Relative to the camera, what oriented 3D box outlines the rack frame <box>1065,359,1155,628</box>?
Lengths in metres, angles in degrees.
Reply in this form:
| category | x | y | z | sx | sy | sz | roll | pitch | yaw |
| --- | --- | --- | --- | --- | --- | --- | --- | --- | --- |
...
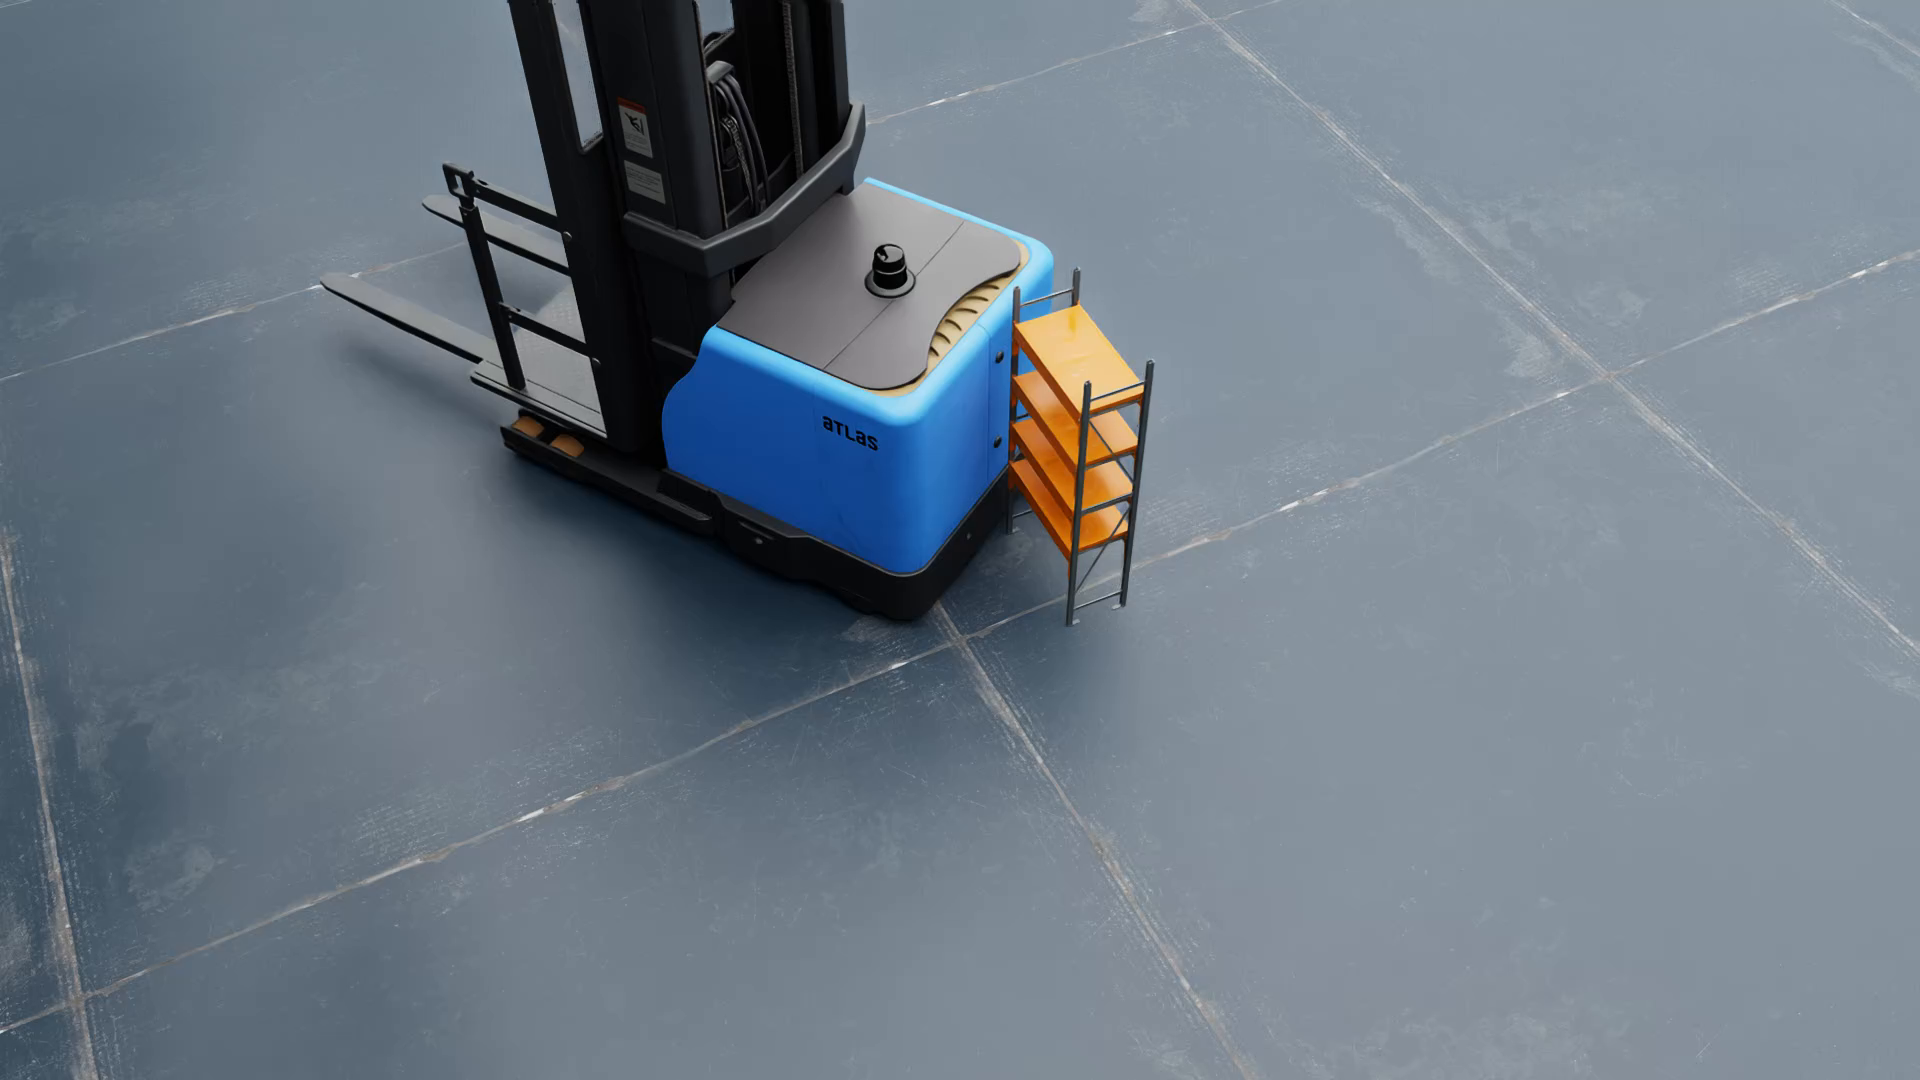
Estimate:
| category | x | y | z | sx | sy | sz | roll | pitch | yaw |
| --- | --- | --- | --- | --- | --- | --- | --- | --- | --- |
| rack frame | 0.491 | -0.123 | 5.560 | 0.240 | 1.200 | 0.015 | -19 | 52 | -16 |

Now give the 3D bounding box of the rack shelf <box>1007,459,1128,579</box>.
| category | x | y | z | sx | sy | sz | roll | pitch | yaw |
| --- | --- | --- | --- | --- | --- | --- | --- | --- | --- |
| rack shelf | 0.387 | -0.114 | 5.906 | 0.258 | 0.148 | 0.480 | -19 | 52 | -16 |

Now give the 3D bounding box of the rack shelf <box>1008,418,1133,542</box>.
| category | x | y | z | sx | sy | sz | roll | pitch | yaw |
| --- | --- | --- | --- | --- | --- | --- | --- | --- | --- |
| rack shelf | 0.387 | -0.245 | 5.756 | 0.258 | 0.148 | 0.480 | -19 | 52 | -16 |

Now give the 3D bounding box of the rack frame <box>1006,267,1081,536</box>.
| category | x | y | z | sx | sy | sz | roll | pitch | yaw |
| --- | --- | --- | --- | --- | --- | --- | --- | --- | --- |
| rack frame | 0.284 | -0.455 | 5.851 | 0.240 | 1.200 | 0.015 | -19 | 52 | -16 |

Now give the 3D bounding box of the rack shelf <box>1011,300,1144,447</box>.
| category | x | y | z | sx | sy | sz | roll | pitch | yaw |
| --- | --- | --- | --- | --- | --- | --- | --- | --- | --- |
| rack shelf | 0.387 | -0.548 | 5.410 | 0.258 | 0.148 | 0.480 | -19 | 52 | -16 |

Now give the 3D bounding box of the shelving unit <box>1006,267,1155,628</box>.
| category | x | y | z | sx | sy | sz | roll | pitch | yaw |
| --- | --- | --- | --- | --- | --- | --- | --- | --- | --- |
| shelving unit | 0.387 | -0.289 | 5.706 | 0.258 | 1.200 | 0.503 | -19 | 52 | -16 |

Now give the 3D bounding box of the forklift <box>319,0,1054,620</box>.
| category | x | y | z | sx | sy | sz | roll | pitch | yaw |
| --- | --- | --- | --- | --- | --- | --- | --- | --- | --- |
| forklift | -1.190 | -1.528 | 5.639 | 3.031 | 2.935 | 1.130 | 24 | 53 | 20 |

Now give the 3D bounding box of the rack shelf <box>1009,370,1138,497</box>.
| category | x | y | z | sx | sy | sz | roll | pitch | yaw |
| --- | --- | --- | --- | --- | --- | --- | --- | --- | --- |
| rack shelf | 0.387 | -0.392 | 5.588 | 0.258 | 0.148 | 0.480 | -19 | 52 | -16 |
